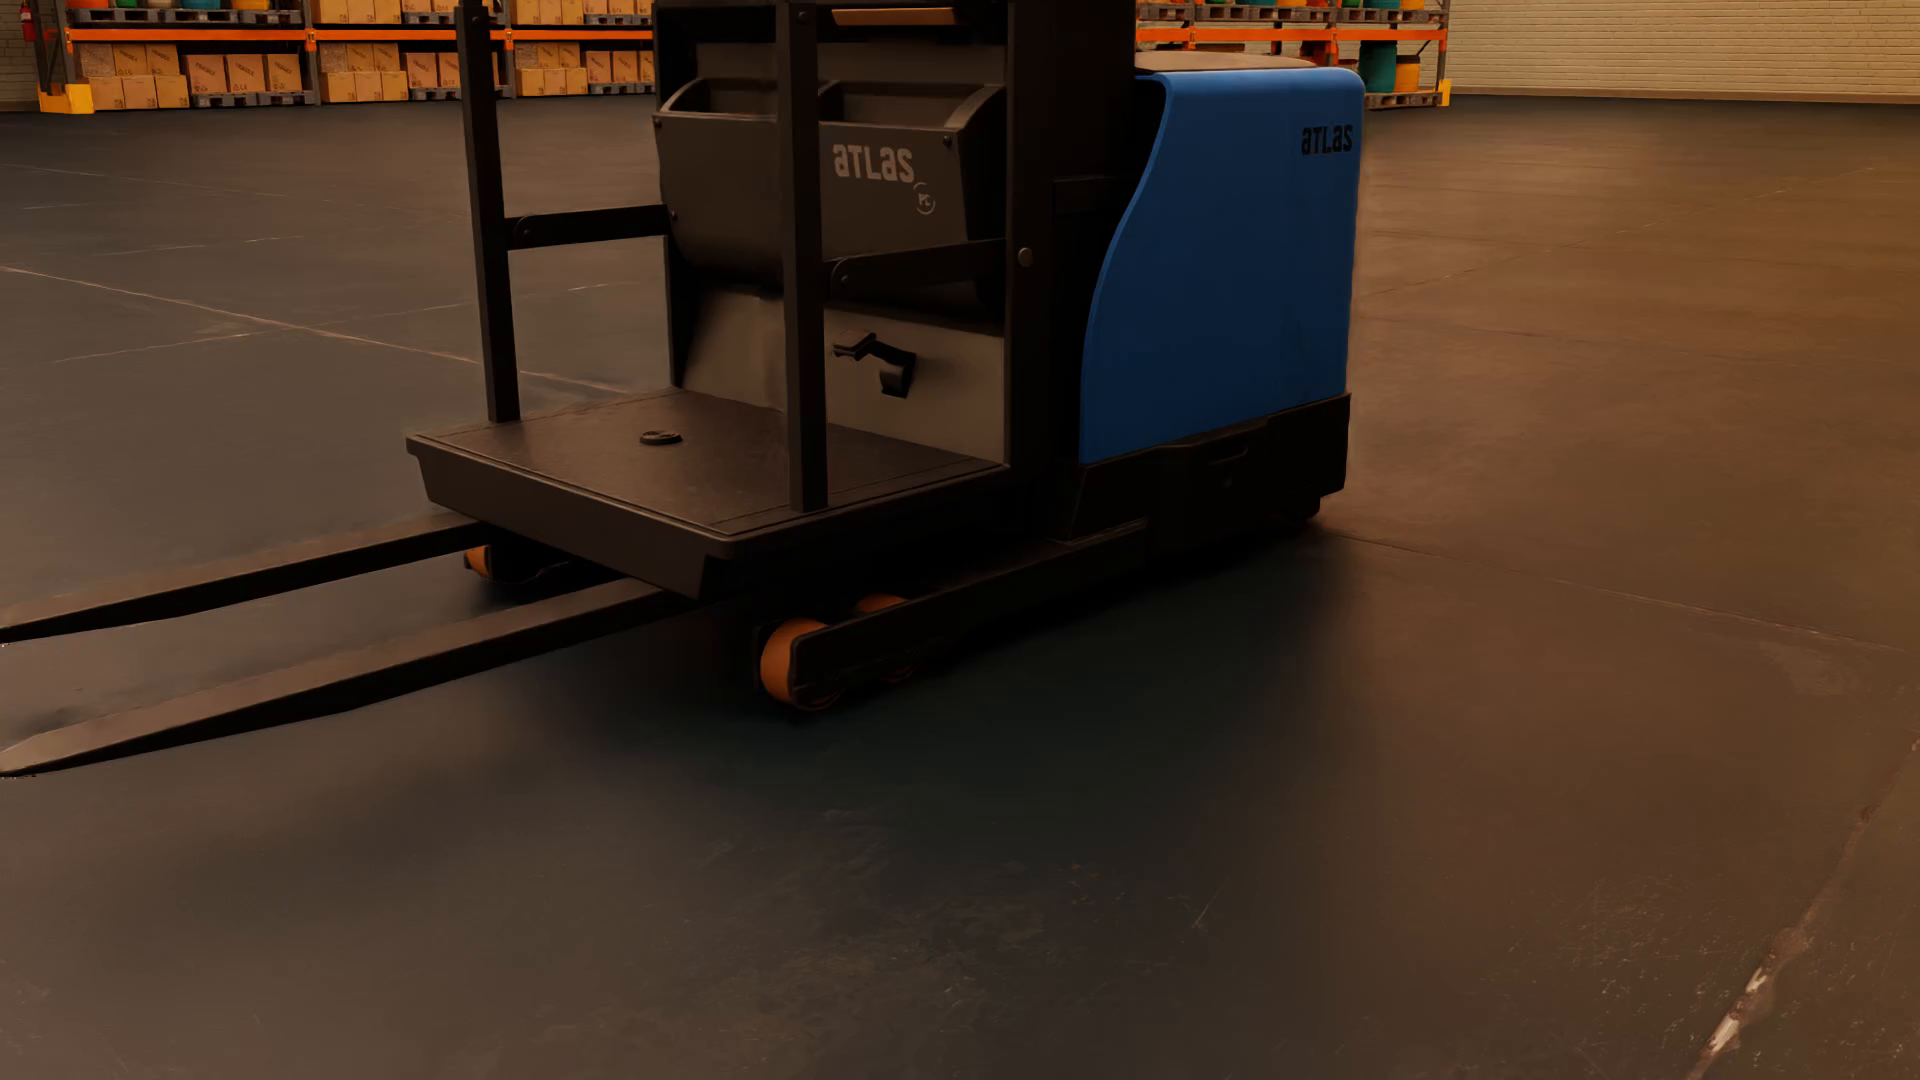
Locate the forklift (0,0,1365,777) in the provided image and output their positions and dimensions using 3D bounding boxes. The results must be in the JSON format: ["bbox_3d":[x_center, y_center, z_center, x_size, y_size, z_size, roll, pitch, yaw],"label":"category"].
[{"bbox_3d":[-0.431,-1.266,3.067,1.130,2.935,3.031,16,23,42],"label":"forklift"}]
